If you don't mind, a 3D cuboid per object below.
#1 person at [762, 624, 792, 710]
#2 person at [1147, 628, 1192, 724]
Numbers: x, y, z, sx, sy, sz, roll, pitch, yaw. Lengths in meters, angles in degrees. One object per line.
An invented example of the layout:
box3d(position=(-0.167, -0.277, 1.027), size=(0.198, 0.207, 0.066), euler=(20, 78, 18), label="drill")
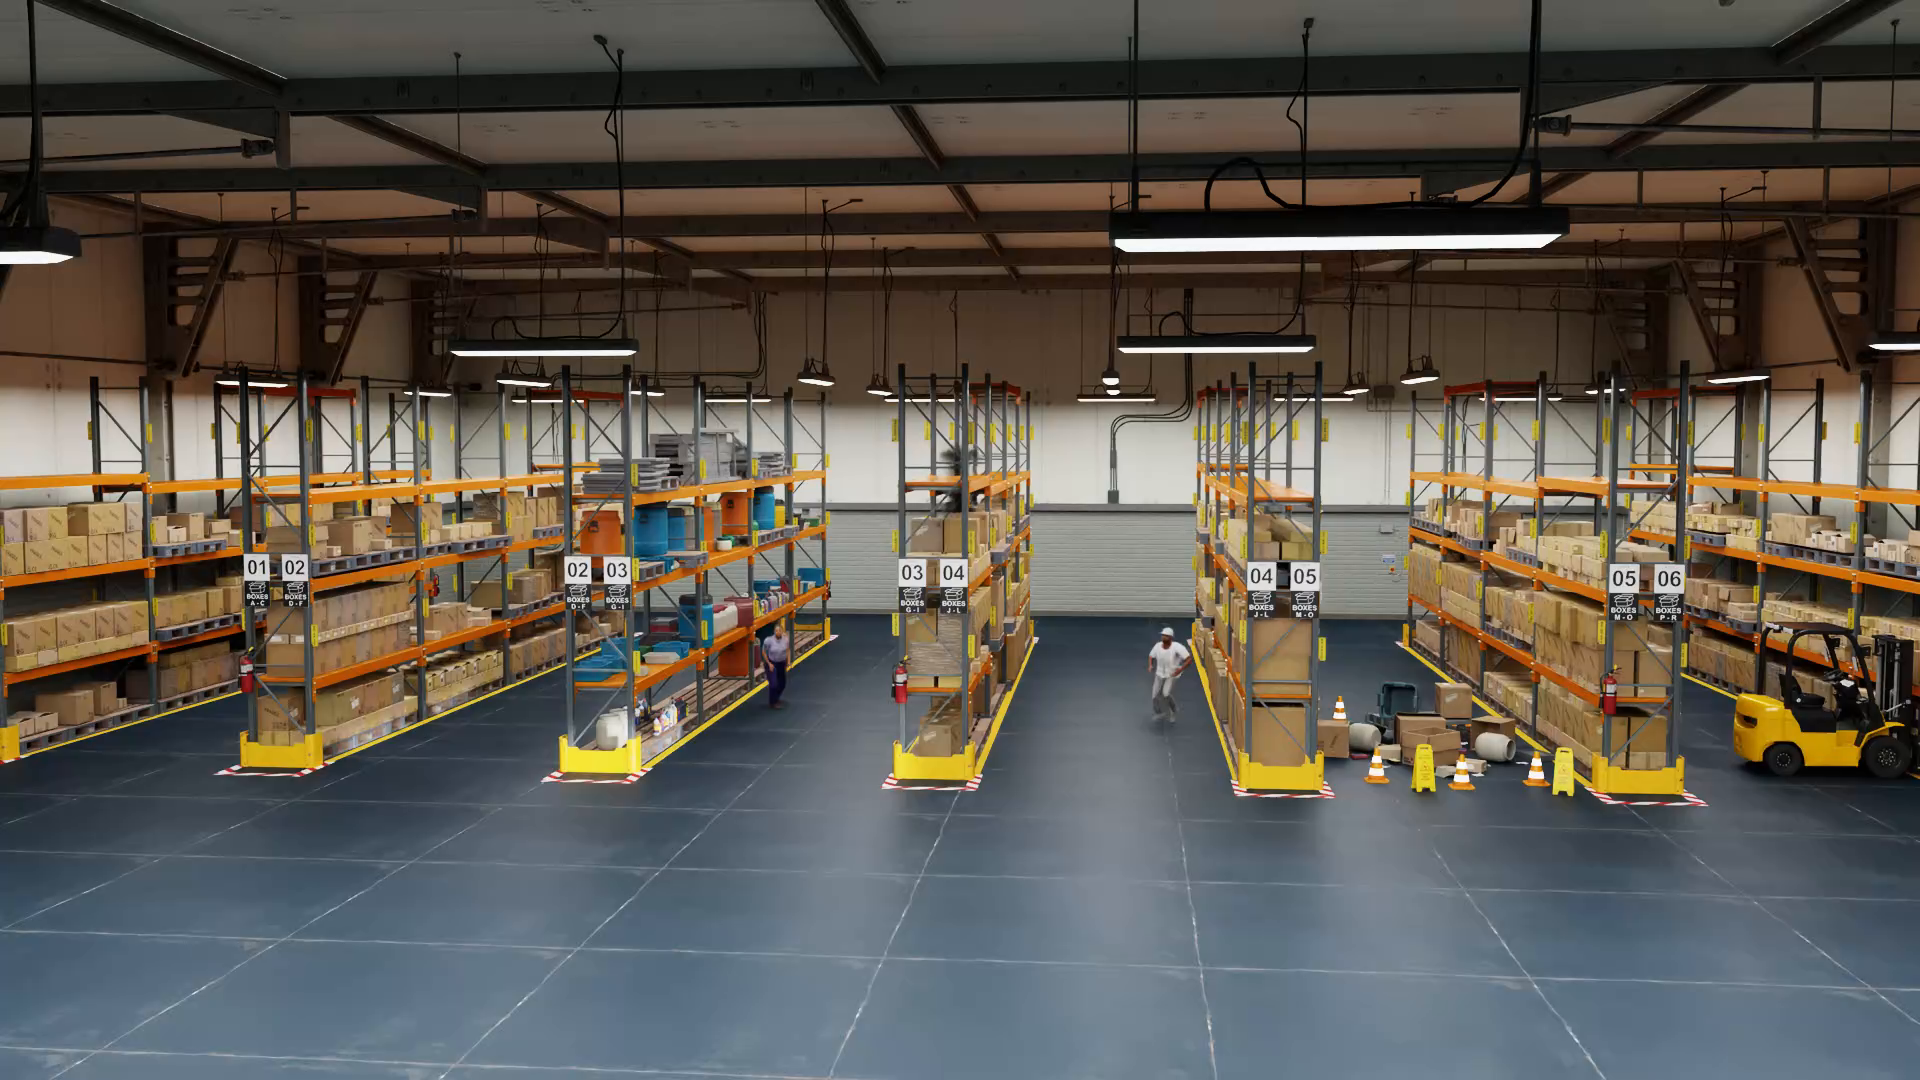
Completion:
box3d(position=(-3.390, 2.326, 30.272), size=(0.571, 1.526, 0.741), euler=(-3, 5, -35), label="person")
box3d(position=(3.572, 2.329, 28.567), size=(0.803, 1.673, 0.638), euler=(2, 4, 32), label="person")
